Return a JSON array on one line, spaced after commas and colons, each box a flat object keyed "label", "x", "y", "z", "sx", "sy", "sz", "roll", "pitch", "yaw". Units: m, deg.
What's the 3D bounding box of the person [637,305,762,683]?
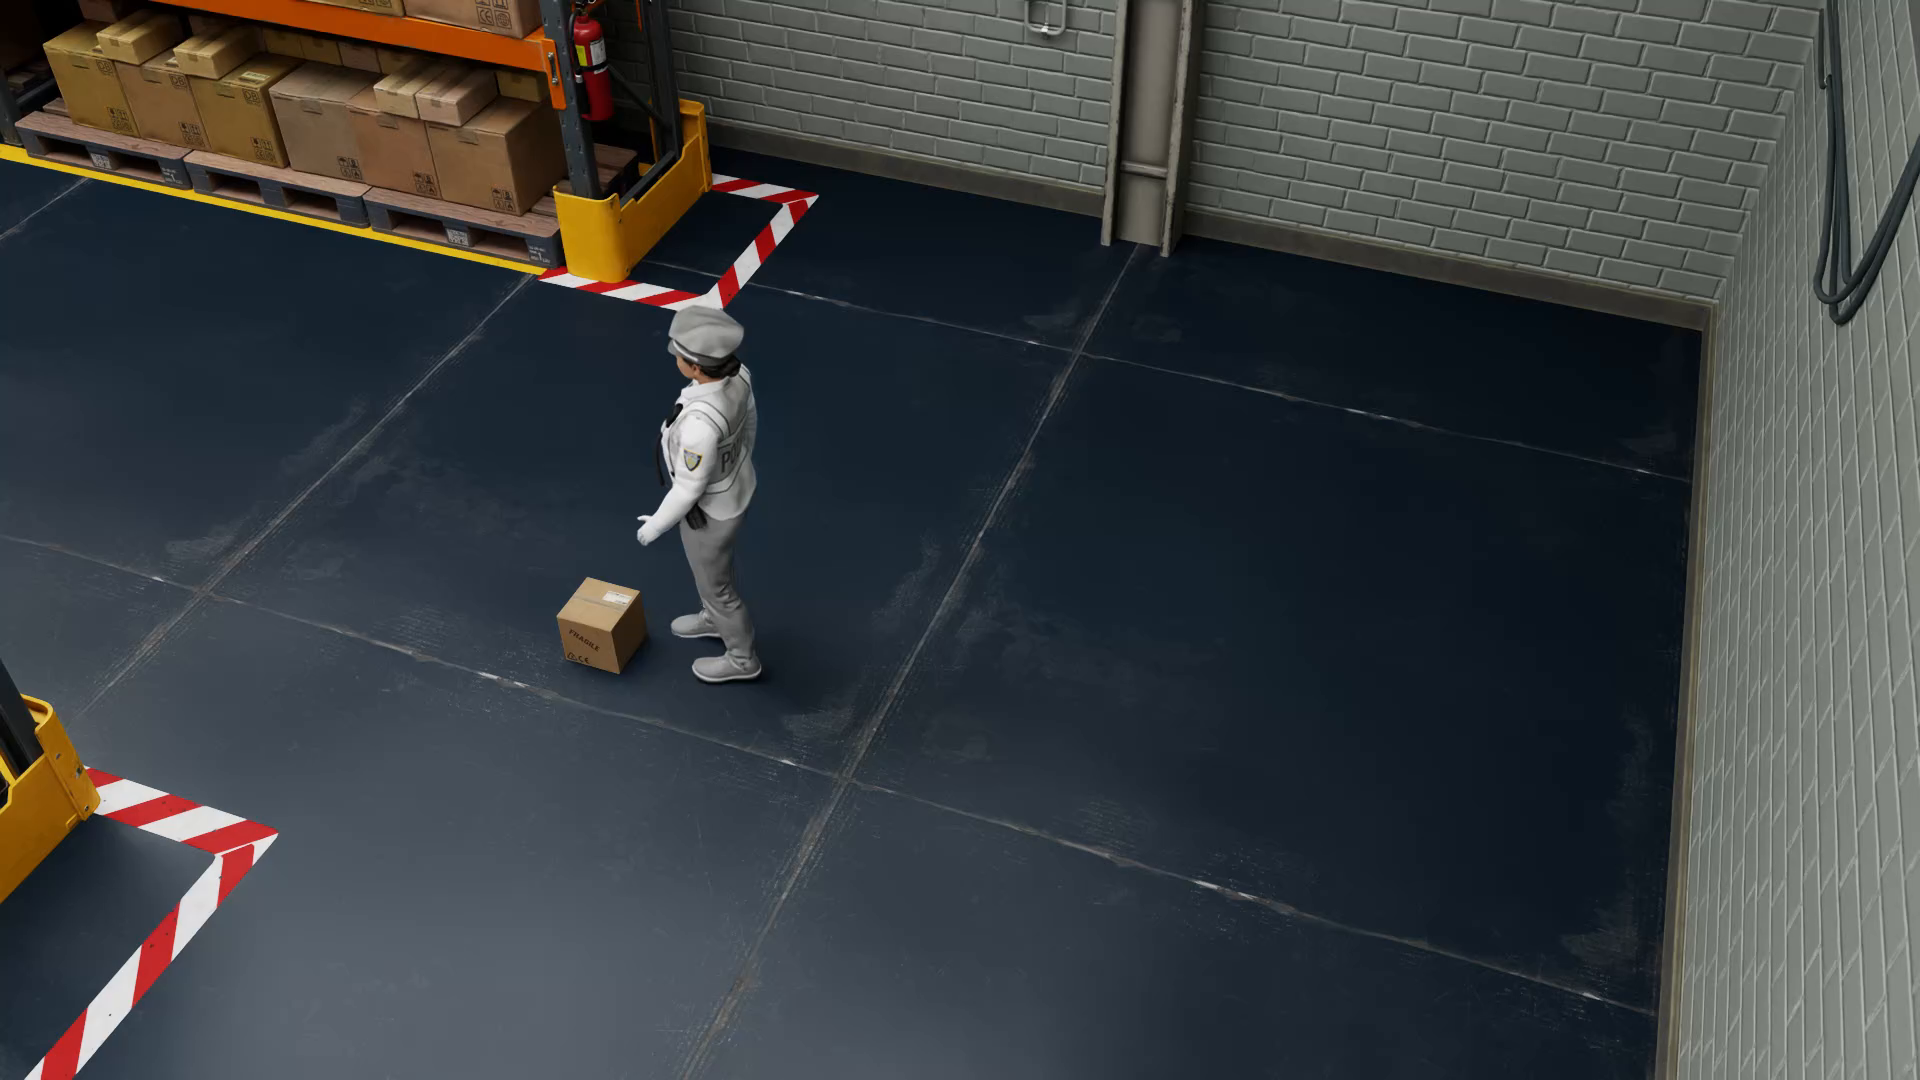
[{"label": "person", "x": -0.998, "y": -0.143, "z": 6.307, "sx": 0.493, "sy": 1.702, "sz": 0.538, "roll": 7, "pitch": 42, "yaw": 8}]
